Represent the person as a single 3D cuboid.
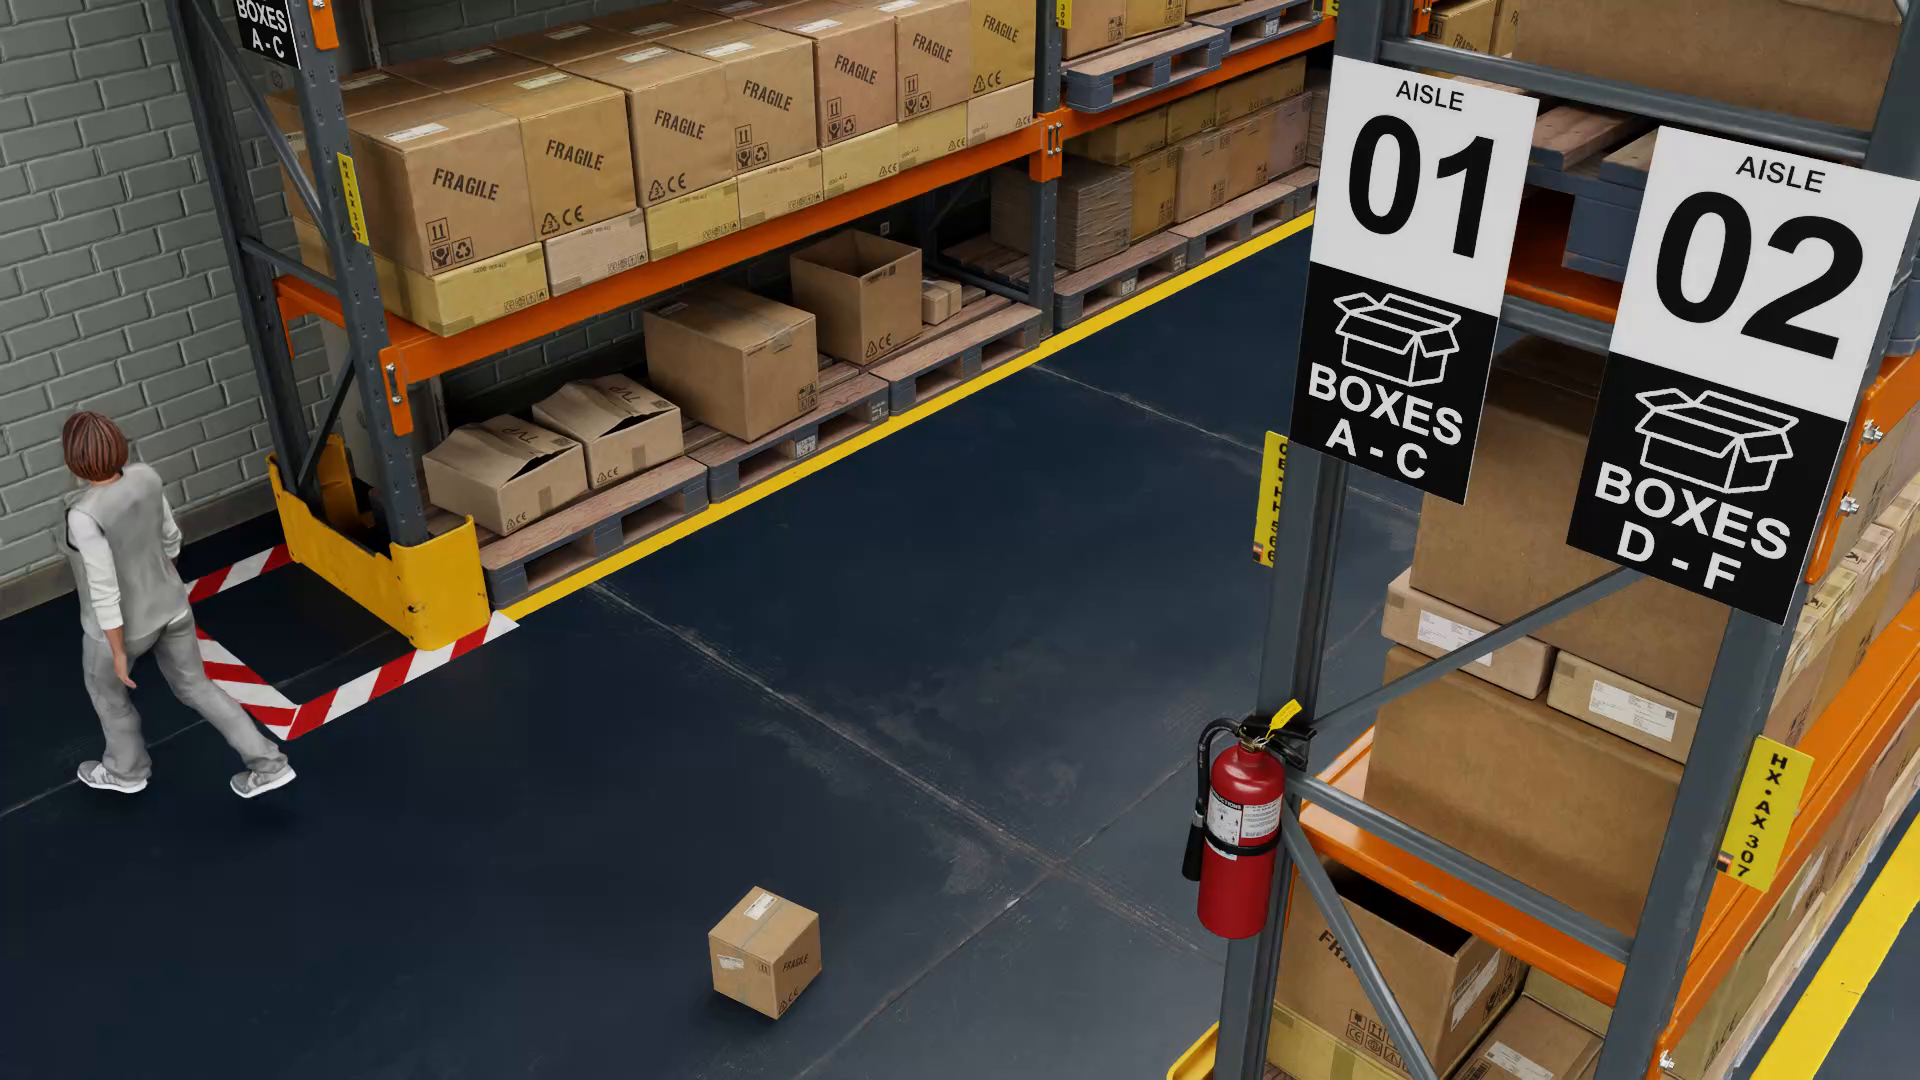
[{"bbox_3d":[-2.812,0.259,5.729,0.888,1.536,0.447,11,34,18],"label":"person"}]
